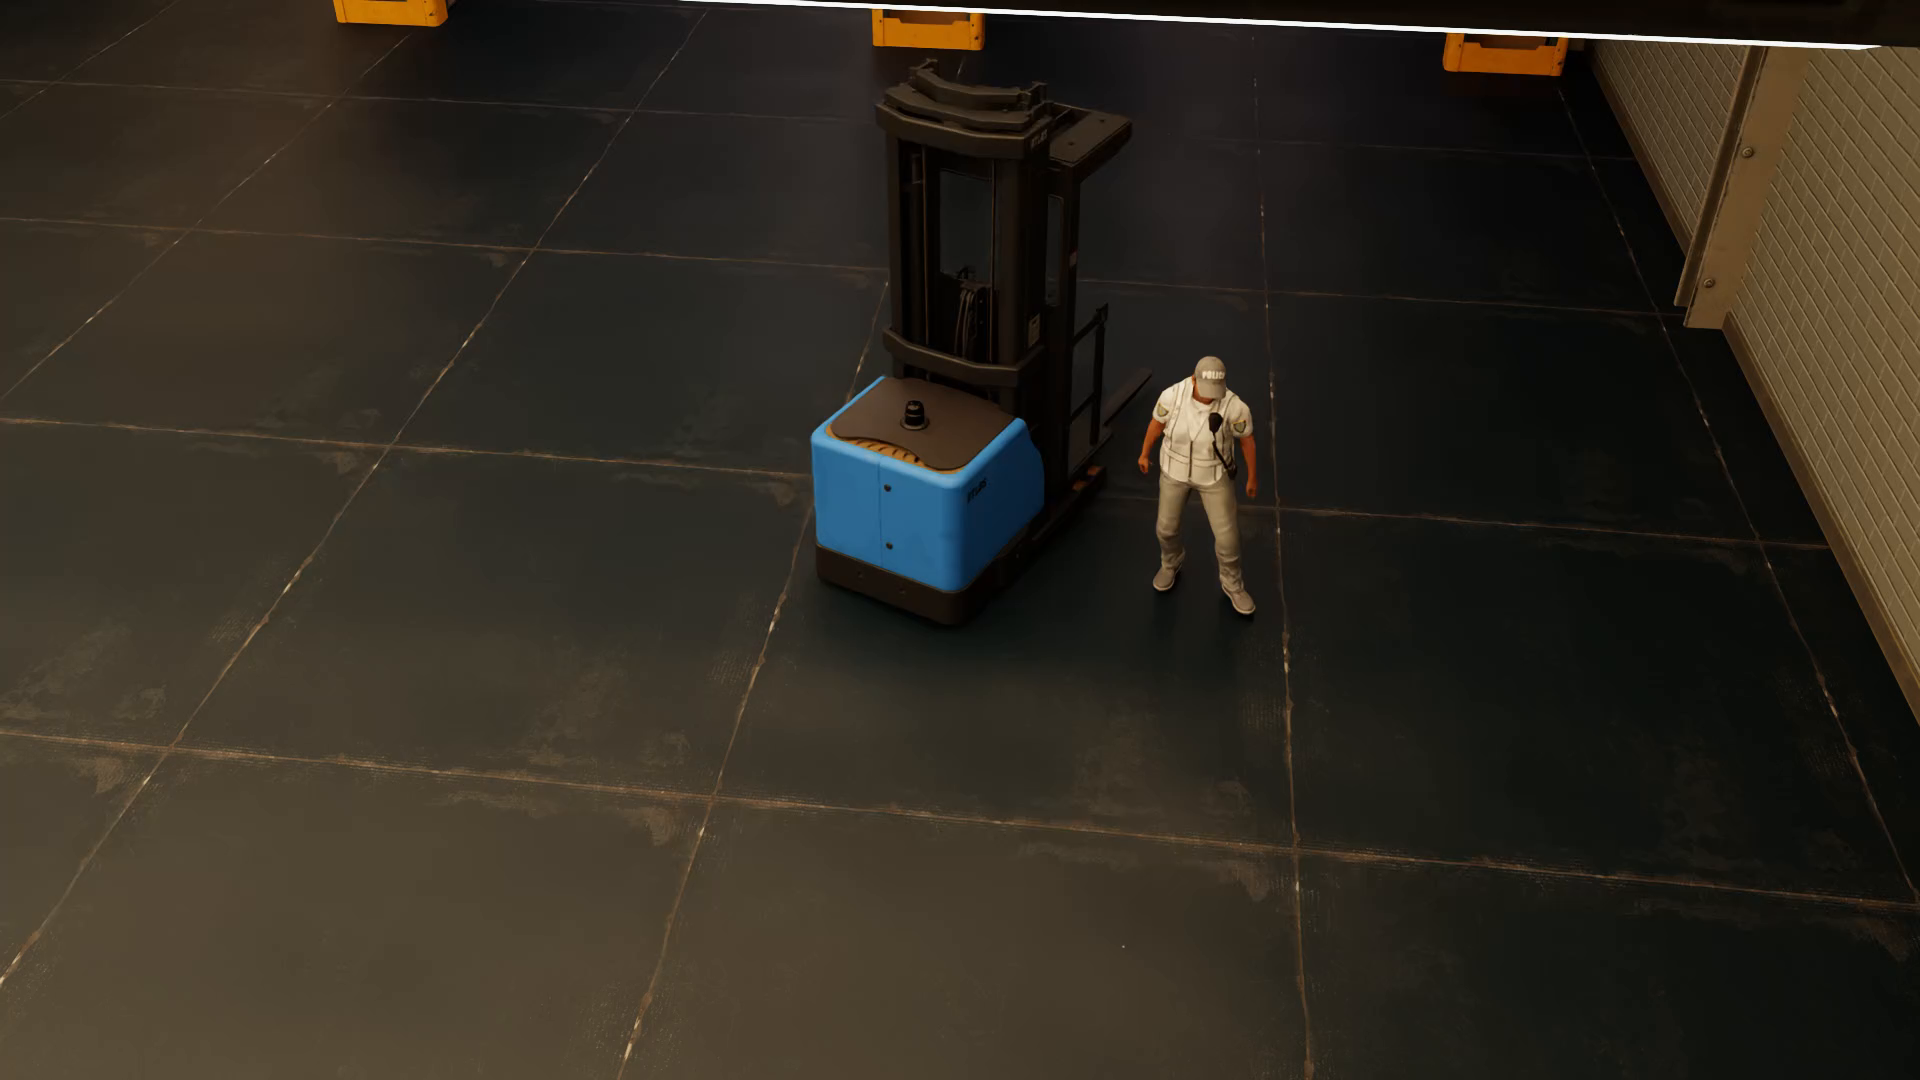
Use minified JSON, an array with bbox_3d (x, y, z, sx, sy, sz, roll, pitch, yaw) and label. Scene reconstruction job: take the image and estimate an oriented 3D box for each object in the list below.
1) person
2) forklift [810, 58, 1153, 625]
[{"bbox_3d":[1.397,-0.361,9.558,0.809,1.635,0.470,12,38,15],"label":"person"},{"bbox_3d":[0.307,-1.532,10.108,1.130,2.935,3.031,19,41,24],"label":"forklift"}]
